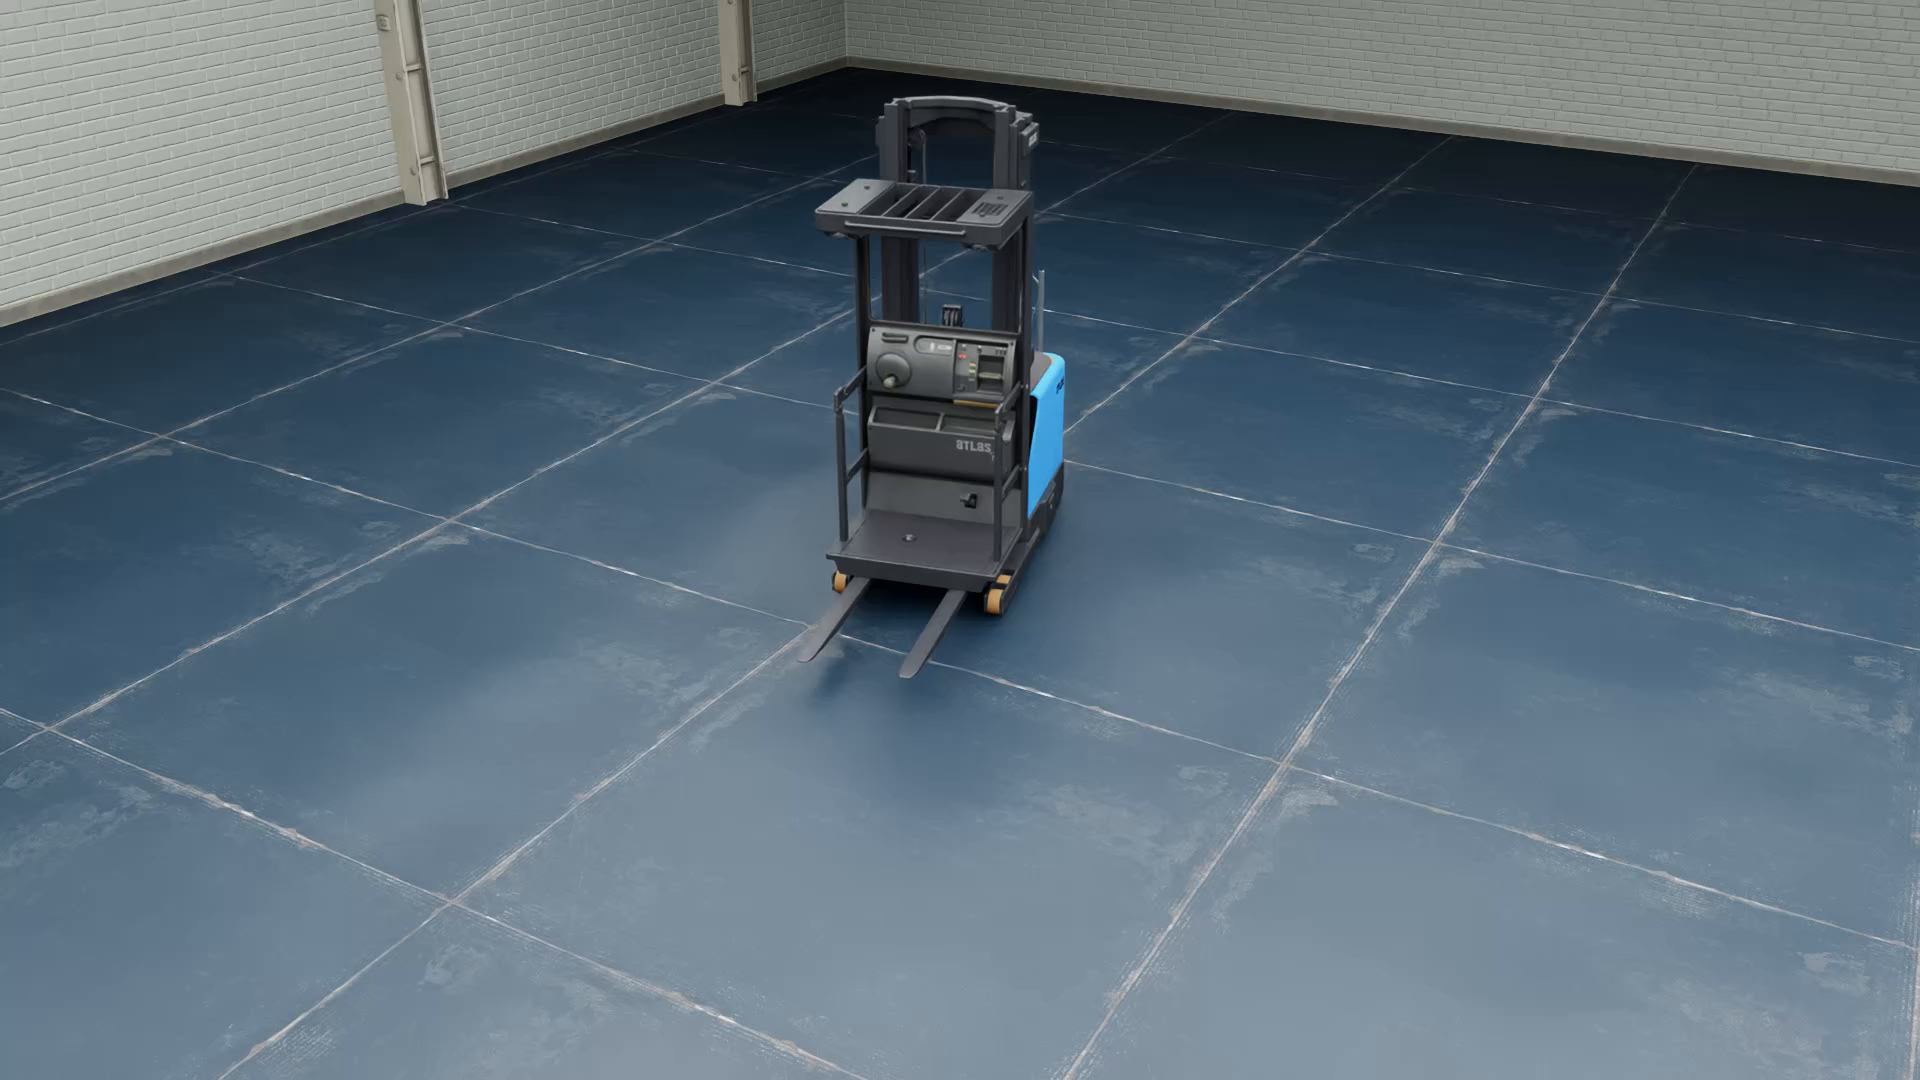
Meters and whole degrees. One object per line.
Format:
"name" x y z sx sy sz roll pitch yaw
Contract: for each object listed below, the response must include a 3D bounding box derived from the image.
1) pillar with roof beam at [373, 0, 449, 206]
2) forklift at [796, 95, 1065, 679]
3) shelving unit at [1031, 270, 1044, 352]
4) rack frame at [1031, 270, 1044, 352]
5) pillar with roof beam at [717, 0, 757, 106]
"pillar with roof beam" -2.315 -6.940 14.981 9.100 9.000 0.400 14 30 26
"forklift" -0.174 -1.043 9.978 1.130 2.935 3.031 7 28 14
"shelving unit" 0.017 -1.242 11.976 1.048 1.500 0.538 -7 27 -13
"rack frame" 0.510 -1.298 12.088 0.032 1.500 0.500 -7 27 -13
"pillar with roof beam" 0.637 -9.278 19.652 9.100 9.000 0.400 14 30 26
